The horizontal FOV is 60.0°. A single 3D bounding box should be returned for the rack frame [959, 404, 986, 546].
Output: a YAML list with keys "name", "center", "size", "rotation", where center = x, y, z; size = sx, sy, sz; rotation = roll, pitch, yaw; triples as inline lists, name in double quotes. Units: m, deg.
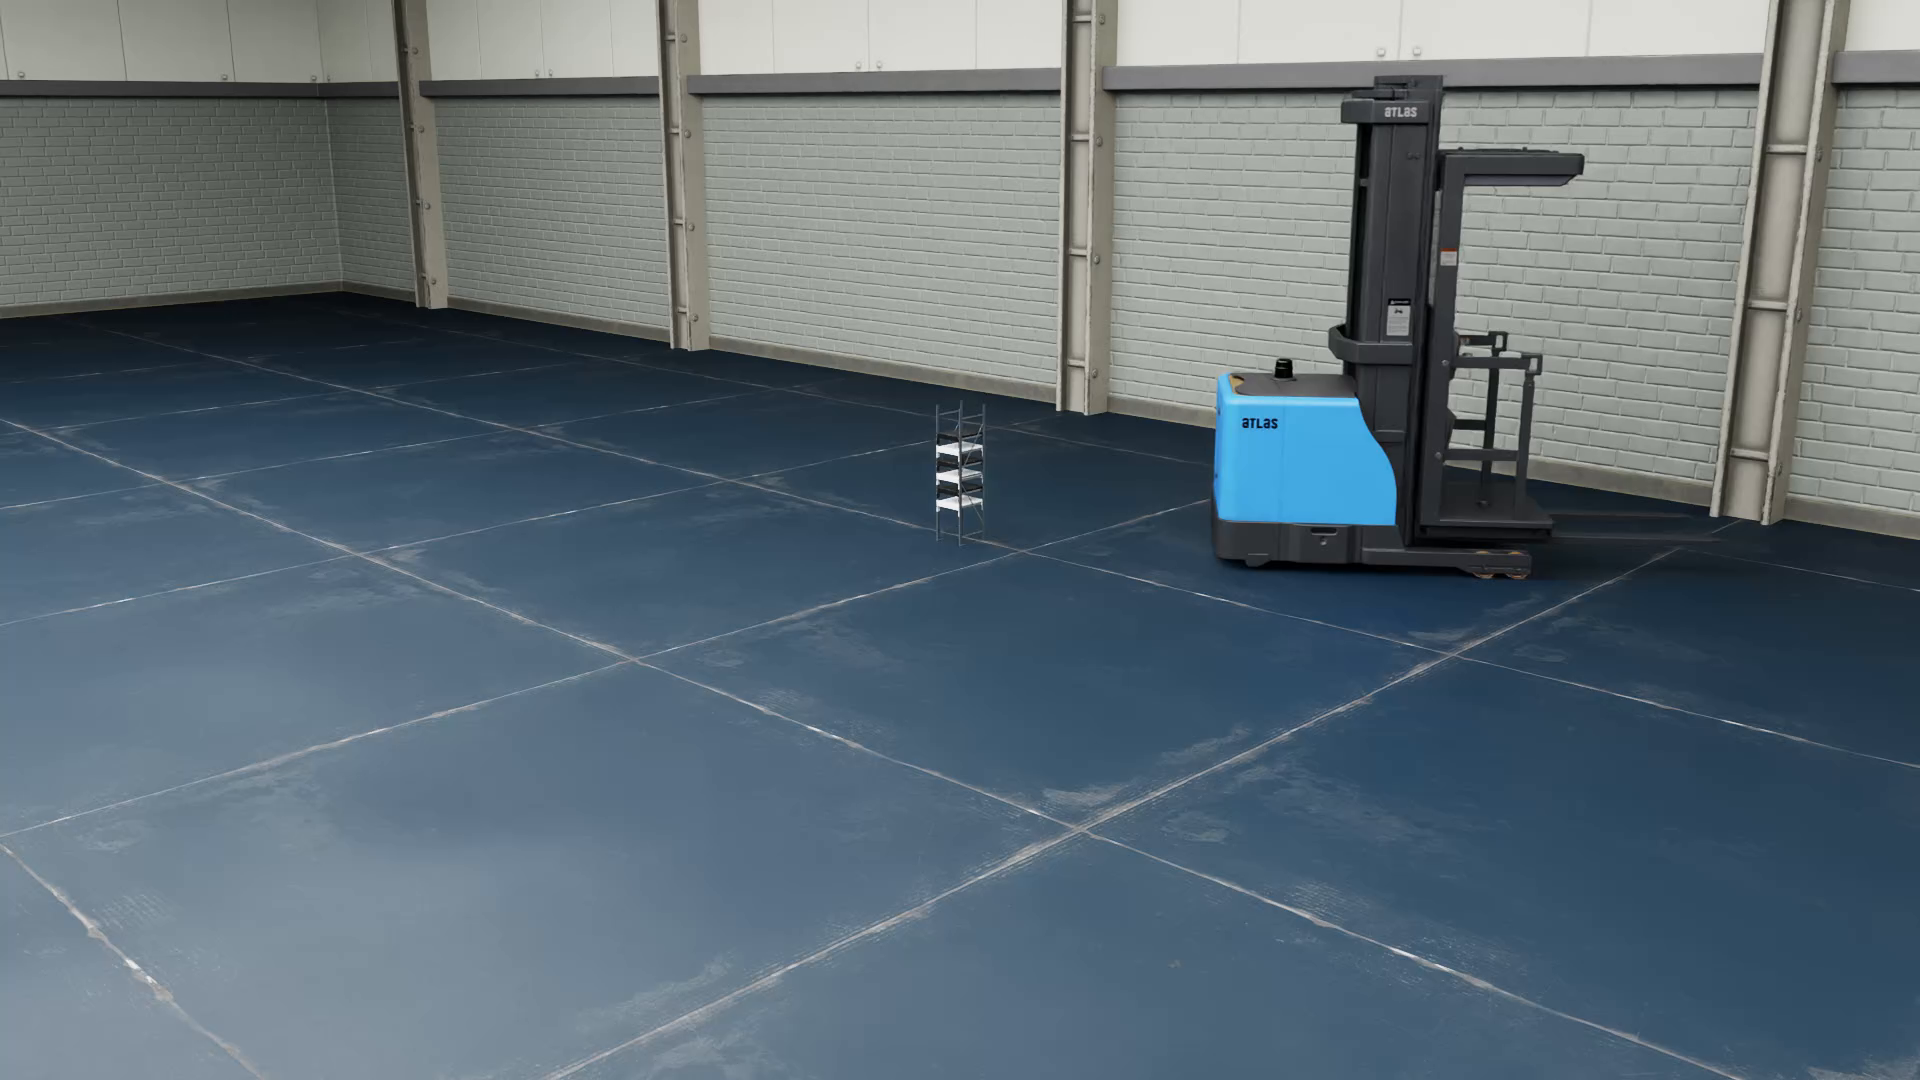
- name: "rack frame"
  center: [0.079, -0.416, 10.745]
  size: [0.006, 0.900, 0.240]
  rotation: [14, 20, 42]

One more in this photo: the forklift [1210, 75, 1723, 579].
- name: "forklift"
  center: [3.132, -1.322, 10.193]
  size: [3.031, 2.935, 1.130]
  rotation: [2, 15, 6]

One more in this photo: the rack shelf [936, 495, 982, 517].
- name: "rack shelf"
  center: [0.006, -0.228, 10.867]
  size: [0.200, 0.077, 0.258]
  rotation: [14, 20, 42]

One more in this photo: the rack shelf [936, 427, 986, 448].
- name: "rack shelf"
  center: [0.006, -0.663, 10.753]
  size: [0.200, 0.077, 0.258]
  rotation: [14, 20, 42]

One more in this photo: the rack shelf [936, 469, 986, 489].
- name: "rack shelf"
  center: [0.006, -0.402, 10.822]
  size: [0.200, 0.077, 0.258]
  rotation: [14, 20, 42]

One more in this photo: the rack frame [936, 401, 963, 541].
- name: "rack frame"
  center: [-0.067, -0.452, 10.881]
  size: [0.006, 0.900, 0.240]
  rotation: [14, 20, 42]

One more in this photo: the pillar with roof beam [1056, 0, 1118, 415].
- name: "pillar with roof beam"
  center: [-1.842, -4.785, 11.448]
  size: [0.400, 9.000, 9.100]
  rotation: [14, 20, 42]

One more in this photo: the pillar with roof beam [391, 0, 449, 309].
- name: "pillar with roof beam"
  center: [-10.480, -6.885, 19.509]
  size: [0.400, 9.000, 9.100]
  rotation: [14, 20, 42]

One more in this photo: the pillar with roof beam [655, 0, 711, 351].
- name: "pillar with roof beam"
  center: [-6.161, -5.835, 15.478]
  size: [0.400, 9.000, 9.100]
  rotation: [14, 20, 42]

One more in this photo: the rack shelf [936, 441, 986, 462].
- name: "rack shelf"
  center: [0.006, -0.576, 10.776]
  size: [0.200, 0.077, 0.258]
  rotation: [14, 20, 42]

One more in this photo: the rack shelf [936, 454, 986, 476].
- name: "rack shelf"
  center: [0.006, -0.489, 10.799]
  size: [0.200, 0.077, 0.258]
  rotation: [14, 20, 42]

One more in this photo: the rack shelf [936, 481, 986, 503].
- name: "rack shelf"
  center: [0.006, -0.315, 10.844]
  size: [0.200, 0.077, 0.258]
  rotation: [14, 20, 42]

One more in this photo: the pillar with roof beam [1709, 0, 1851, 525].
- name: "pillar with roof beam"
  center: [2.478, -3.735, 7.418]
  size: [0.400, 9.000, 9.100]
  rotation: [14, 20, 42]

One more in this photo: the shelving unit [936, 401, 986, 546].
- name: "shelving unit"
  center: [0.006, -0.434, 10.813]
  size: [0.210, 0.900, 0.258]
  rotation: [14, 20, 42]
